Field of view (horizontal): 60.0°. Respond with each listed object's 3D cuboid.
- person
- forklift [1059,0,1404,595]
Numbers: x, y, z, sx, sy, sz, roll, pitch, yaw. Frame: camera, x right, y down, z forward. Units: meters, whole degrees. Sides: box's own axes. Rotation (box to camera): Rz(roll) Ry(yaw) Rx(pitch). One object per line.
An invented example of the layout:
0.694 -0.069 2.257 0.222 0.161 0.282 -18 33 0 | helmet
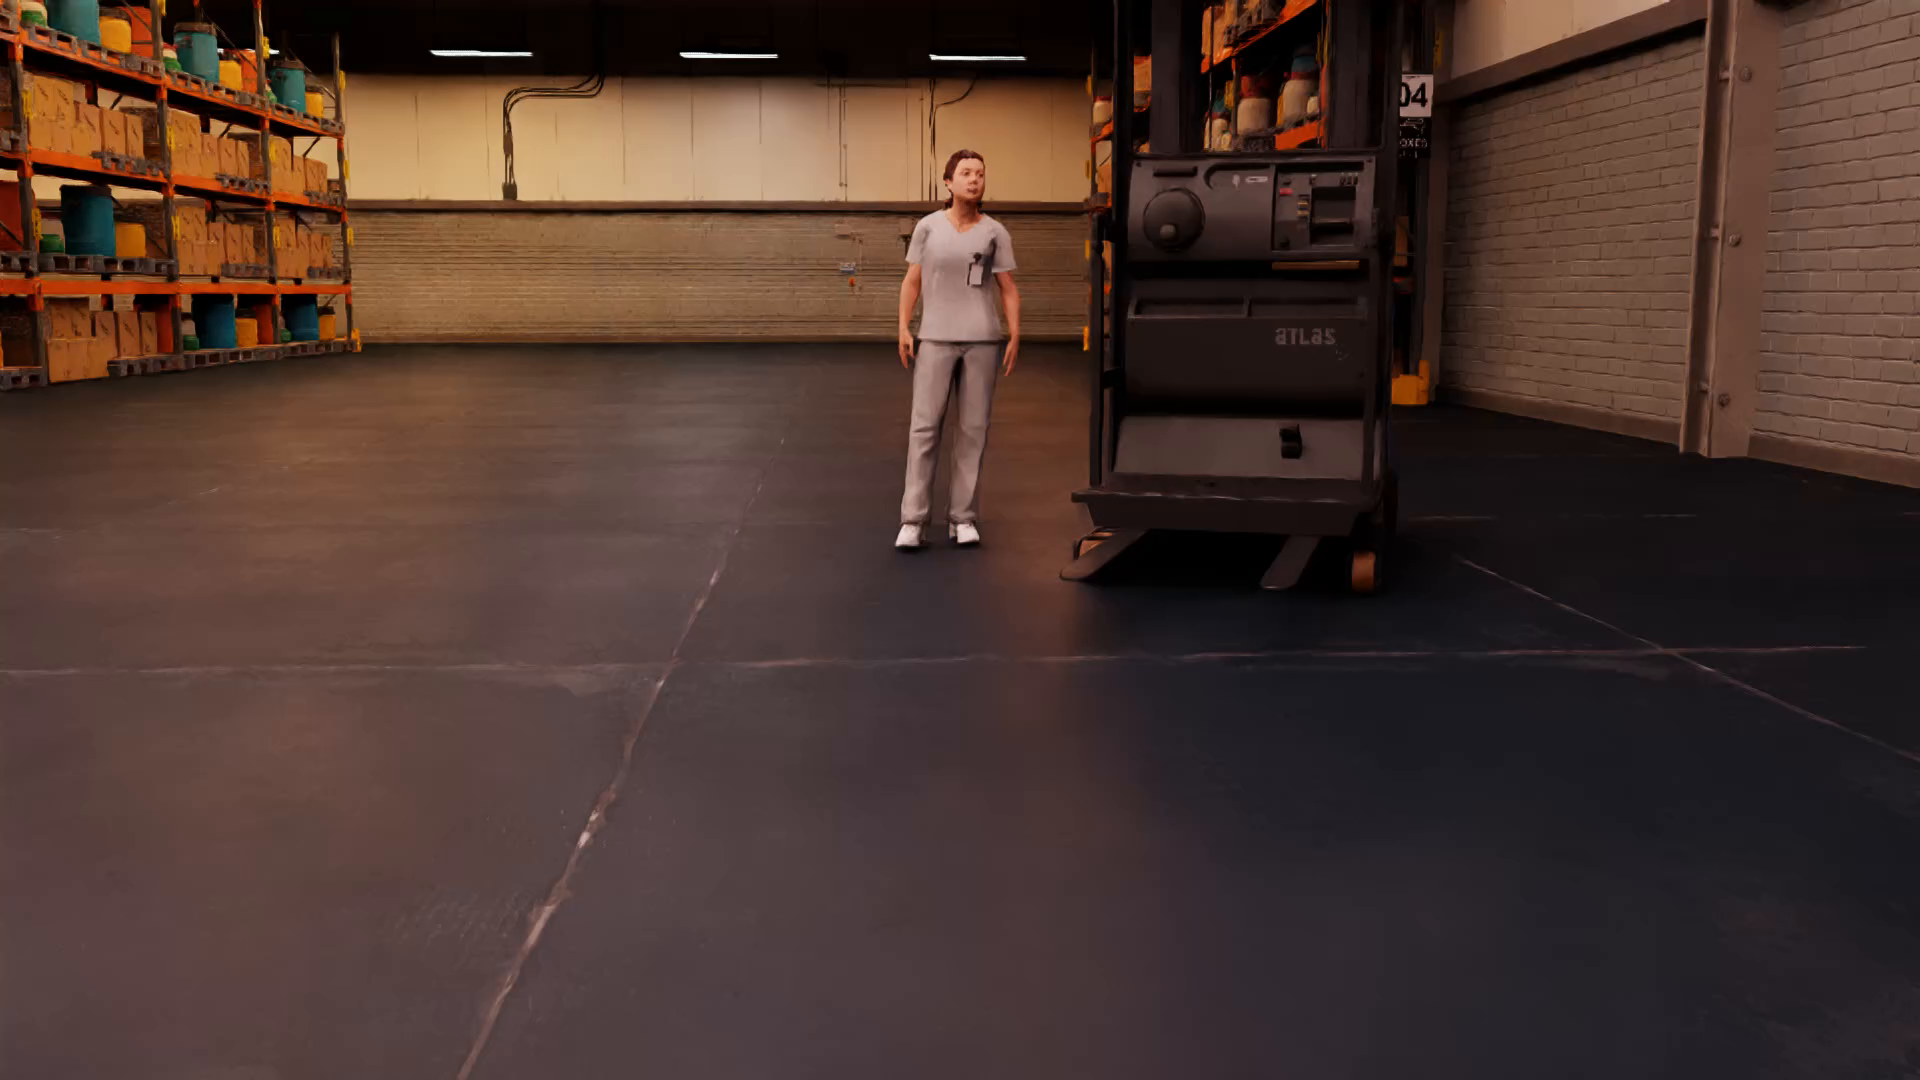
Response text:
-0.009 -0.826 7.112 0.550 1.674 0.548 -1 8 -4 | person
1.057 -1.314 6.182 1.130 2.935 3.031 2 9 16 | forklift
